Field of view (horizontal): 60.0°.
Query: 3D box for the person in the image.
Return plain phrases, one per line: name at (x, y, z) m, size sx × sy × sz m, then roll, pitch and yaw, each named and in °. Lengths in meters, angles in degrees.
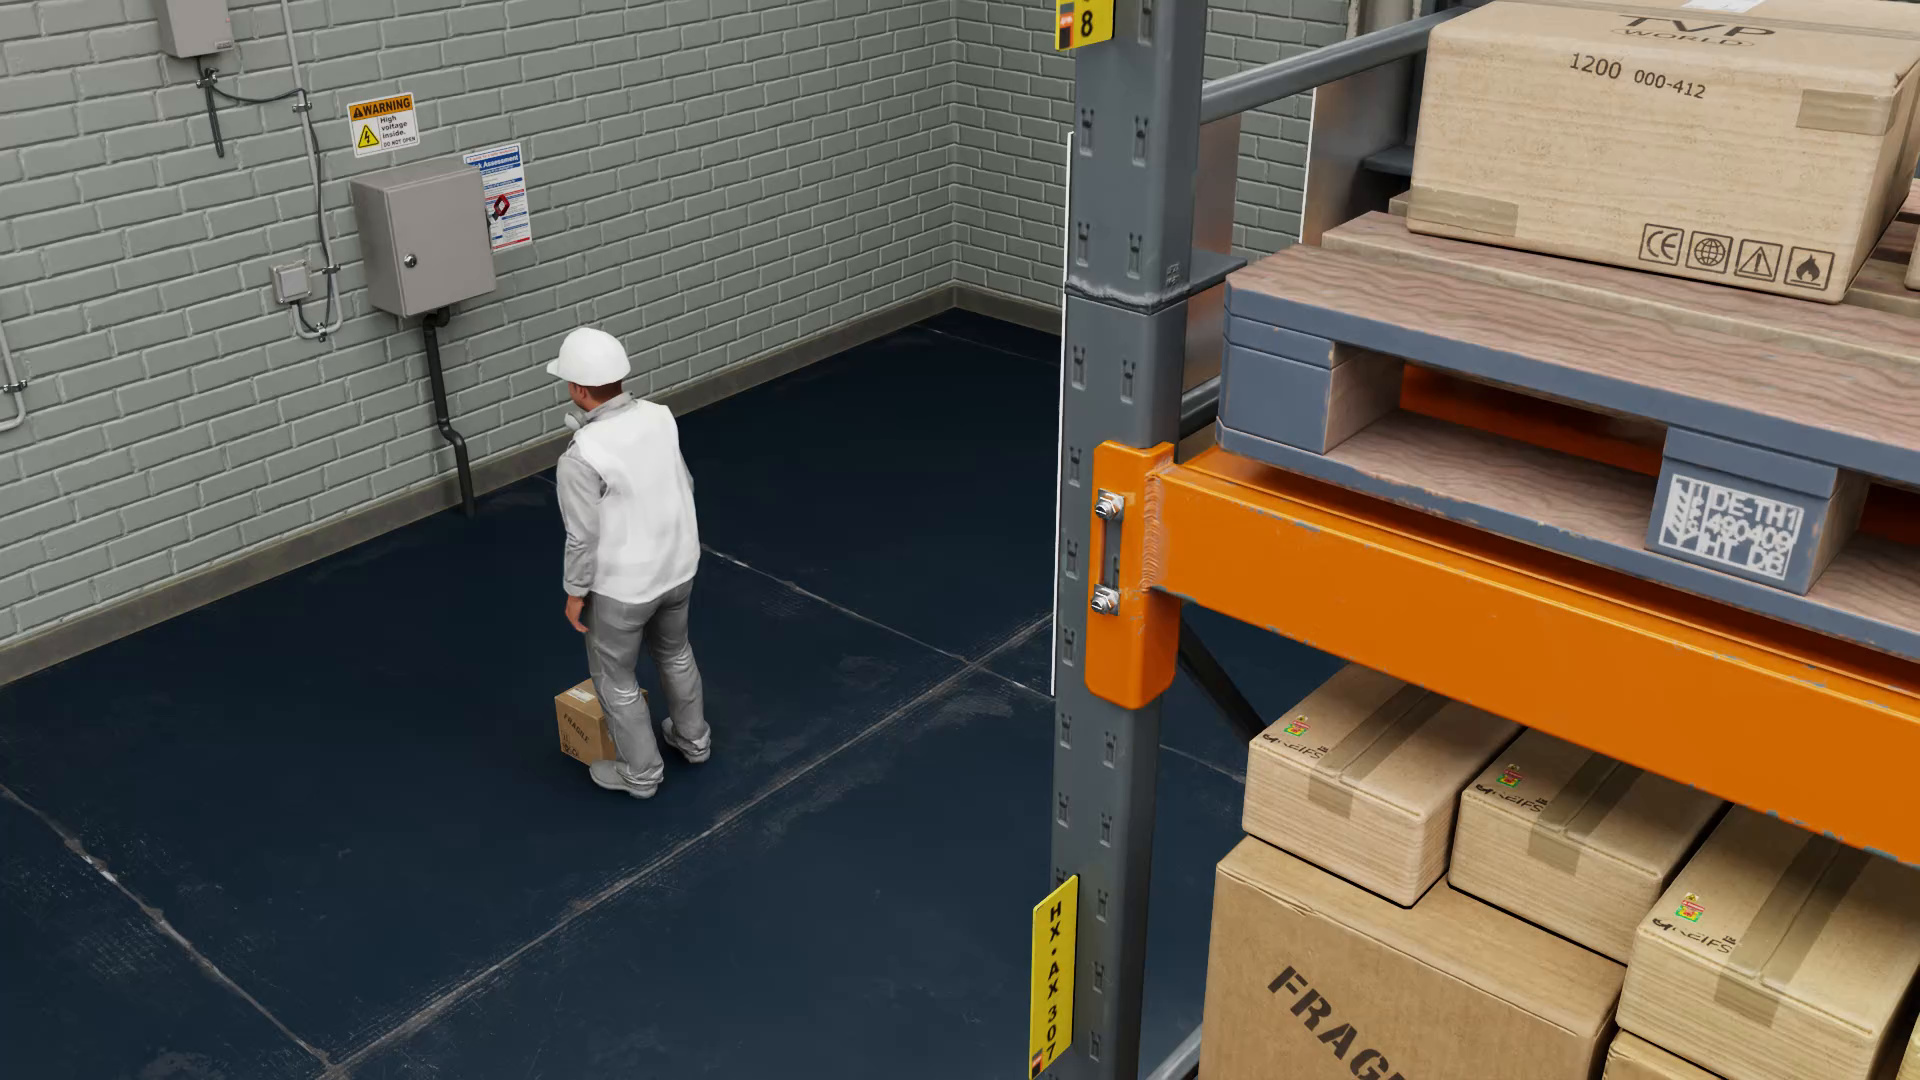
person at (-1.167, 0.097, 5.899) m, size 0.462 × 1.771 × 0.594 m, roll 18°, pitch 32°, yaw 32°
